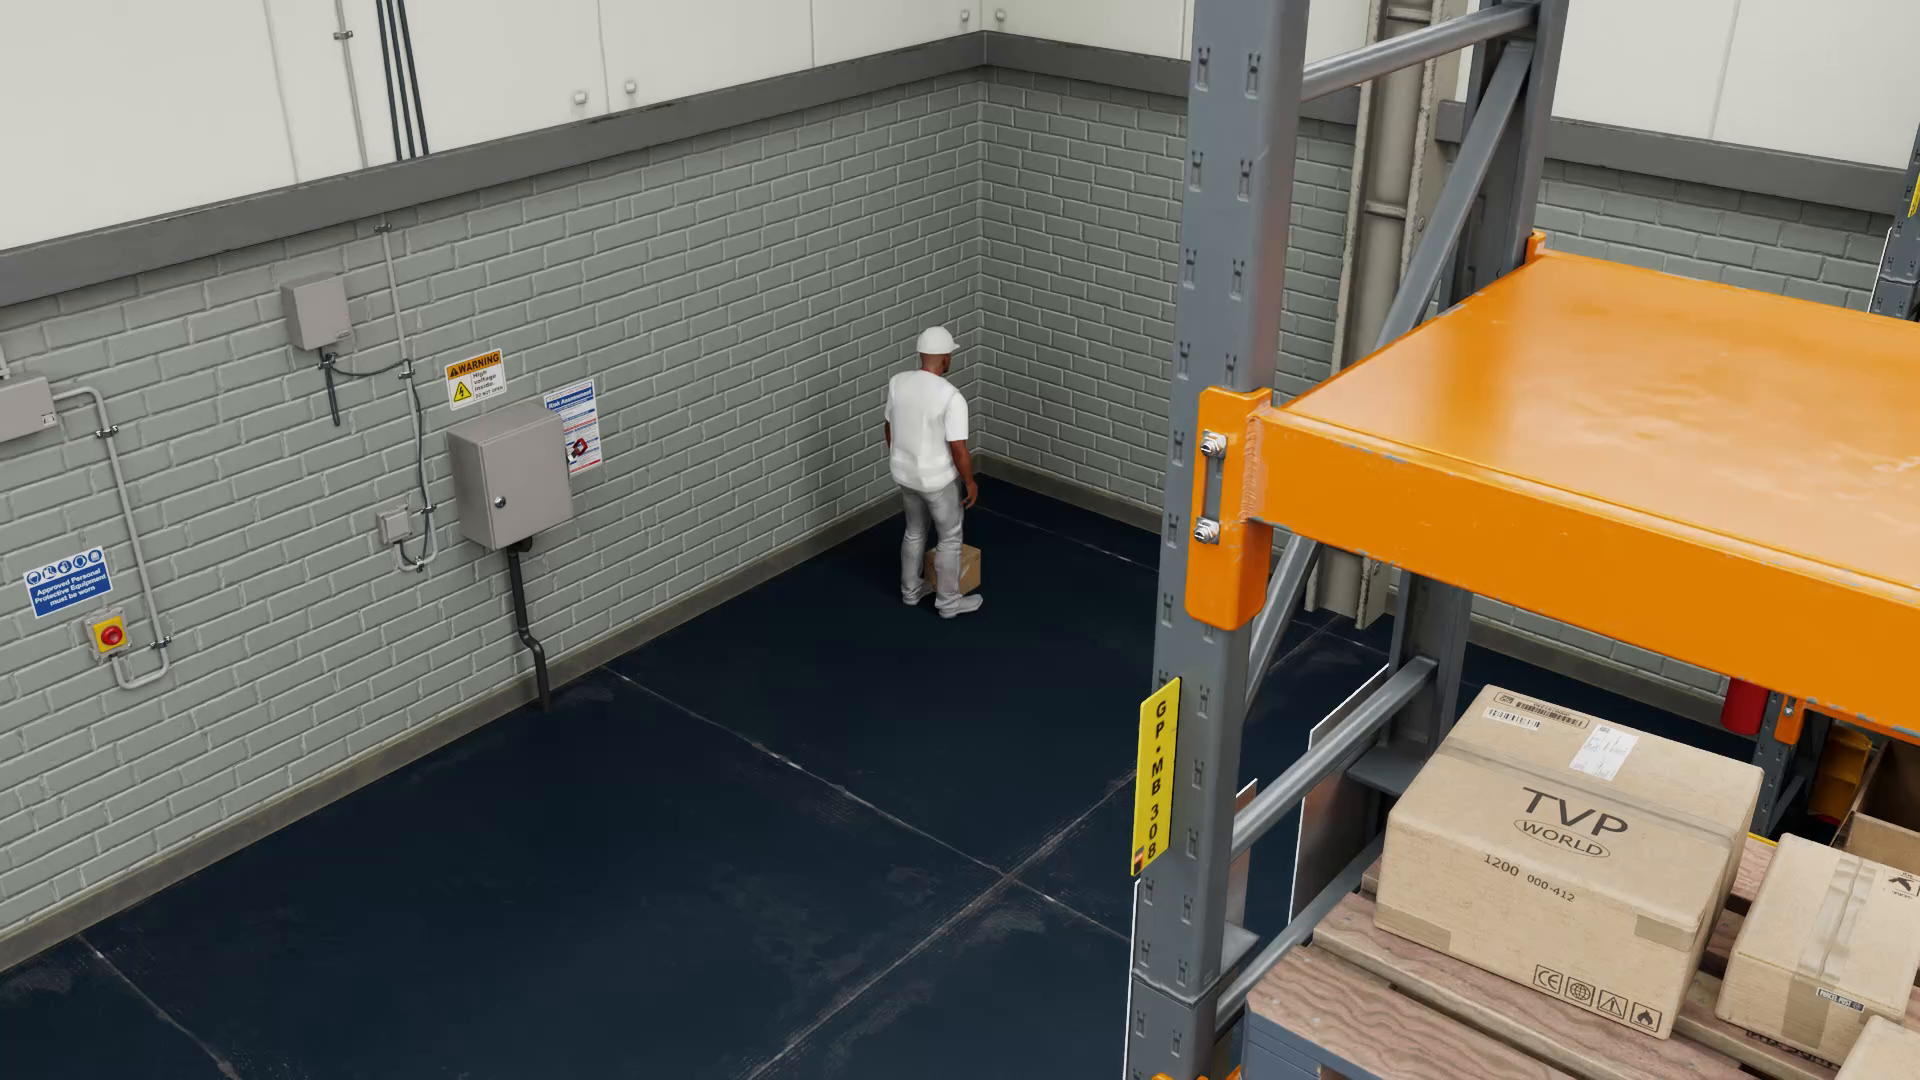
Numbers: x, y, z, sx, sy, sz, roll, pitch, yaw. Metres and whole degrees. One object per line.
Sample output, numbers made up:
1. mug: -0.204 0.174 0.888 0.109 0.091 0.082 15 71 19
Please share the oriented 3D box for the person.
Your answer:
1. person: -0.165 -0.399 9.795 0.628 1.761 0.456 21 34 35
